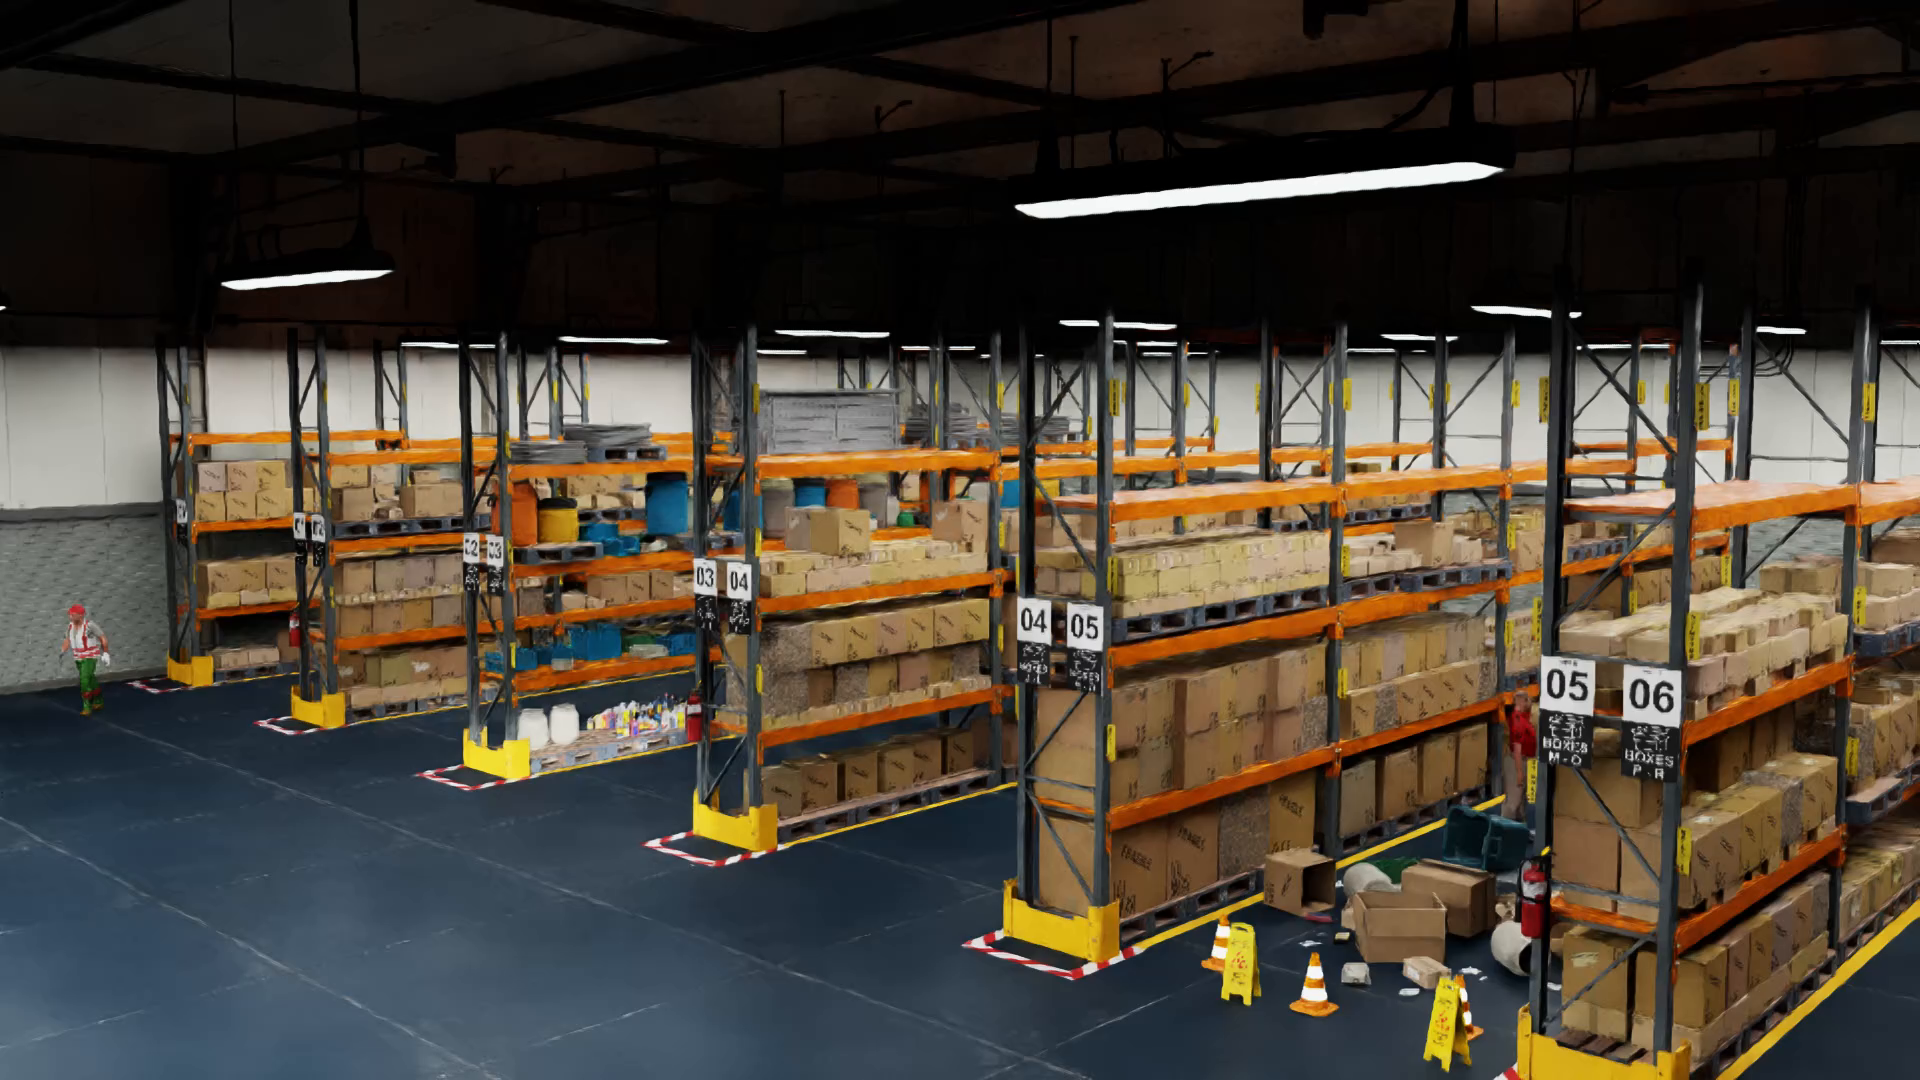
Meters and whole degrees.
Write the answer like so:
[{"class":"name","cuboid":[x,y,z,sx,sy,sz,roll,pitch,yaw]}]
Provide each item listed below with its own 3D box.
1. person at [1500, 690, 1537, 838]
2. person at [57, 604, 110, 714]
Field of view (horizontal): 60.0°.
[{"class":"person","cuboid":[6.309,2.540,18.640,0.476,1.738,0.626,2,6,18]},{"class":"person","cuboid":[-13.705,1.851,26.069,0.675,1.727,0.774,2,6,22]}]
